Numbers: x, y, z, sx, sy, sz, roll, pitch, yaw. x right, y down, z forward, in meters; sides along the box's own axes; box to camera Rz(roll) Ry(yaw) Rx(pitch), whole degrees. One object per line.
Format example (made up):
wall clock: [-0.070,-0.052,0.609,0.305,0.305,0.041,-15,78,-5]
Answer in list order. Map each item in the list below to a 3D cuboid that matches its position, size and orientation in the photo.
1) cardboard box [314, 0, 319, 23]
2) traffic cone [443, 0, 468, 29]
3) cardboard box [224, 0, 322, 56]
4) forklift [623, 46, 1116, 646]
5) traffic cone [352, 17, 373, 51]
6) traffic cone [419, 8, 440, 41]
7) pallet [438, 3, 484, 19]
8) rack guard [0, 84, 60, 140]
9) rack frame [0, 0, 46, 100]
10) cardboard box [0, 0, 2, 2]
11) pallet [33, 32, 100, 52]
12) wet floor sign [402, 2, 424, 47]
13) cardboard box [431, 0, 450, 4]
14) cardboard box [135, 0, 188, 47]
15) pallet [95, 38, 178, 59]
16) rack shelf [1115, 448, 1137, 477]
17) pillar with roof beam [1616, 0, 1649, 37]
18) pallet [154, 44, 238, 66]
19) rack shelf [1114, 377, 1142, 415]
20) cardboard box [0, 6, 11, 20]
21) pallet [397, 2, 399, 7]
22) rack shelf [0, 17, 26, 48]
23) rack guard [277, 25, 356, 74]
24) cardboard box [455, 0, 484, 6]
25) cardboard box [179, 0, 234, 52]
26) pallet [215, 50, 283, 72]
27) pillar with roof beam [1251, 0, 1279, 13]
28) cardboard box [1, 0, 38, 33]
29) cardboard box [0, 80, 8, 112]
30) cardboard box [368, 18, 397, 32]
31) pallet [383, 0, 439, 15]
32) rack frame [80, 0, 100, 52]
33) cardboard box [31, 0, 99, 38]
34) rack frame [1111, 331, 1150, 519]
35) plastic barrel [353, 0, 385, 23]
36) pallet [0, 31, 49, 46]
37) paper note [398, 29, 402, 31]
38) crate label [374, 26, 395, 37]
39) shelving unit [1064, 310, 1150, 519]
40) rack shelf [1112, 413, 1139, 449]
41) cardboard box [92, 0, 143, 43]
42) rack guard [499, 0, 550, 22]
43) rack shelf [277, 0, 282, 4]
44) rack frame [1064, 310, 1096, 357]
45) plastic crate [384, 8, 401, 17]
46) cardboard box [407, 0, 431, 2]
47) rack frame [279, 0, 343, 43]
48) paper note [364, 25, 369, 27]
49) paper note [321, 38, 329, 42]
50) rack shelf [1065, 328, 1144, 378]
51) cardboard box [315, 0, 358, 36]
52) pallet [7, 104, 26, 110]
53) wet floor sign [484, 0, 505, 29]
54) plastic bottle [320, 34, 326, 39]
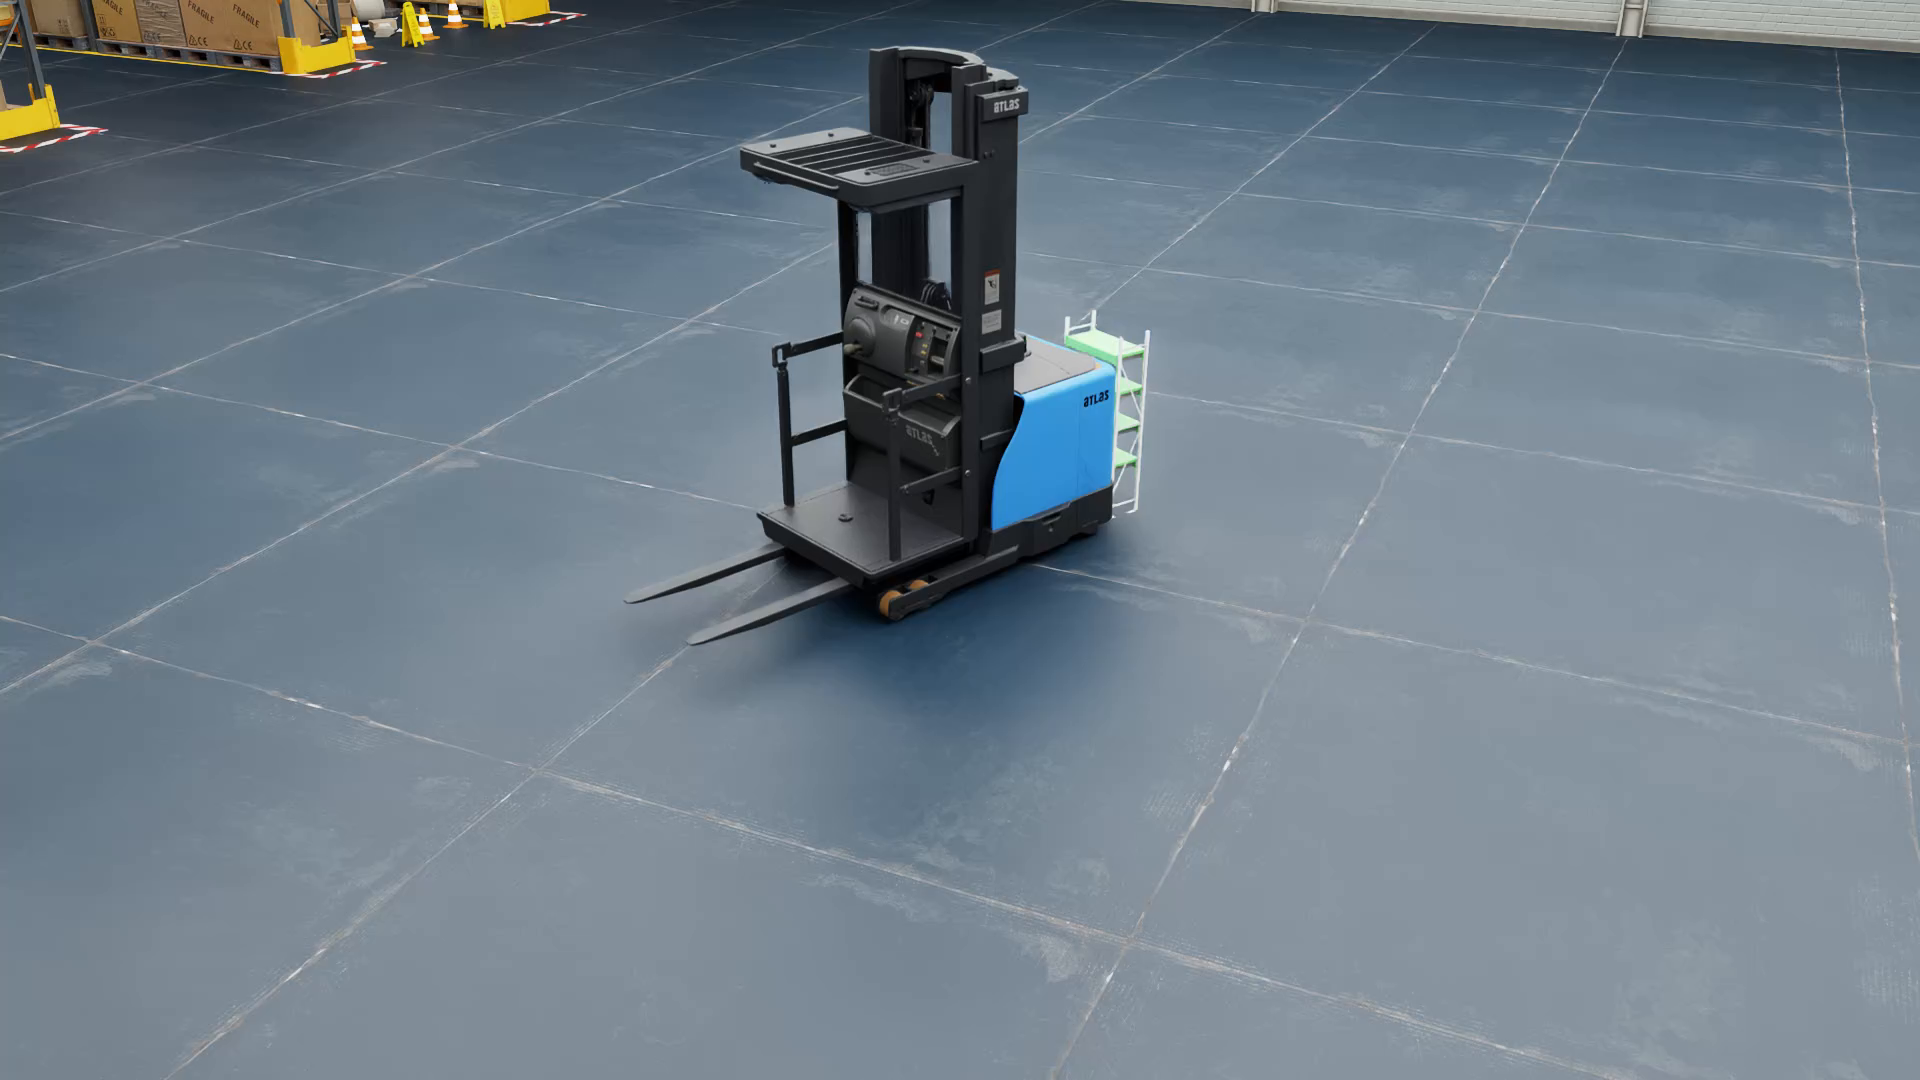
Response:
cardboard box: [-10.909,-8.682,27.161,0.503,0.637,0.797,11,28,22]
traffic cone: [-8.333,-8.692,27.381,0.334,0.463,0.336,11,28,22]
cardboard box: [-10.010,-7.594,24.209,0.875,0.875,0.875,12,28,22]
forklift: [-0.488,-1.123,9.214,3.031,2.935,1.130,-21,33,-37]
traffic cone: [-9.260,-7.792,25.552,0.334,0.463,0.336,11,28,22]
traffic cone: [-8.483,-8.184,26.348,0.334,0.463,0.336,11,28,22]
pallet: [-8.202,-9.196,28.690,1.213,0.211,1.003,11,28,22]
rack guard: [-11.579,-5.178,20.202,0.348,0.500,1.175,11,28,22]
rack frame: [-11.510,-6.286,19.621,0.127,3.000,1.000,11,28,22]
cardboard box: [-11.999,-6.576,19.760,0.500,0.500,0.875,11,28,22]
pallet: [-13.740,-7.853,25.961,1.213,0.211,1.003,11,28,22]
wet floor sign: [-8.519,-7.996,25.761,0.232,0.644,0.267,6,27,13]
cardboard box: [-8.723,-9.363,28.509,0.500,0.250,0.500,11,28,22]
cardboard box: [-11.640,-7.922,24.874,0.875,0.875,0.875,12,28,22]
pallet: [-12.346,-7.572,25.390,1.213,0.211,1.003,11,28,22]
rack shelf: [0.888,-0.512,10.611,0.258,0.148,0.480,-18,31,-34]
pillar with roof beam: [8.986,-10.426,21.239,0.400,9.000,9.100,11,28,22]
pallet: [-11.232,-7.349,24.938,1.213,0.211,1.003,11,28,22]
rack shelf: [0.897,-0.945,10.405,0.258,0.148,0.480,-18,31,-34]
cardboard box: [-11.671,-6.321,19.977,0.250,0.149,0.380,11,28,22]
pallet: [-10.423,-9.642,29.596,1.213,0.211,1.003,11,28,22]
rack shelf: [-13.331,-6.329,20.523,4.000,0.370,1.077,11,28,22]
rack guard: [-9.343,-7.136,24.178,0.348,0.500,1.175,11,28,22]
cardboard box: [-8.277,-9.269,28.319,0.500,0.250,0.500,11,28,22]
cardboard box: [-10.811,-7.754,24.534,0.875,0.875,0.875,11,28,21]
pallet: [-10.125,-7.125,24.484,1.213,0.211,1.003,11,28,22]
pillar with roof beam: [3.524,-11.523,23.467,0.400,9.000,9.100,11,28,22]
cardboard box: [-14.485,-8.427,26.043,0.750,0.750,1.050,11,28,22]
cardboard box: [-12.071,-5.474,20.326,0.500,0.500,0.500,17,31,31]
cardboard box: [-9.436,-8.419,27.181,0.380,0.149,0.250,-18,31,-31]
pallet: [-9.308,-9.420,29.144,1.213,0.211,1.003,11,28,22]
rack frame: [-13.006,-8.993,25.120,0.127,3.000,1.000,11,28,22]
cardboard box: [-13.608,-8.250,25.681,0.750,0.750,1.050,11,28,22]
rack frame: [1.044,-0.701,10.308,0.240,1.200,0.015,-18,31,-34]
plastic barrel: [-9.915,-8.884,27.814,0.512,0.421,0.421,-12,29,-23]
pallet: [-14.854,-8.075,26.413,1.213,0.211,1.003,11,28,22]
paper note: [-9.092,-8.311,27.096,0.142,0.019,0.148,2,26,4]
crate label: [-9.225,-8.157,26.662,0.298,0.136,0.250,-2,26,-5]
shelving unit: [0.894,-0.786,10.481,0.258,1.200,0.503,-18,31,-34]
rack shelf: [0.893,-0.728,10.508,0.258,0.148,0.480,-18,31,-34]
cardboard box: [-12.463,-8.085,25.206,0.875,0.875,0.875,12,29,23]
rack guard: [-7.477,-9.163,28.295,0.348,0.500,1.175,11,28,22]
rack shelf: [-11.185,-8.305,24.536,4.000,0.370,1.077,11,28,22]
rack frame: [0.744,-0.871,10.654,0.240,1.200,0.015,-18,31,-34]
plastic crate: [-9.959,-9.075,28.592,0.583,0.080,0.402,2,26,4]
cardboard box: [-9.202,-9.456,28.698,0.500,0.250,0.500,10,28,20]
rack frame: [-9.365,-8.262,23.635,0.127,3.000,1.000,11,28,22]
paper note: [-9.803,-8.521,27.536,0.142,0.019,0.148,23,35,39]
paper note: [-10.052,-7.891,26.244,0.142,0.017,0.144,23,35,39]
rack shelf: [0.902,-1.162,10.302,0.258,0.148,0.480,-18,31,-34]
cardboard box: [-10.055,-8.454,26.851,0.637,0.503,0.797,-7,27,-14]
pallet: [-12.304,-5.211,20.596,1.213,0.211,1.003,11,28,22]
wet floor sign: [-7.678,-8.749,27.290,0.232,0.644,0.267,23,35,39]
plastic bottle: [-10.264,-8.027,26.485,0.283,0.061,0.133,2,26,4]
